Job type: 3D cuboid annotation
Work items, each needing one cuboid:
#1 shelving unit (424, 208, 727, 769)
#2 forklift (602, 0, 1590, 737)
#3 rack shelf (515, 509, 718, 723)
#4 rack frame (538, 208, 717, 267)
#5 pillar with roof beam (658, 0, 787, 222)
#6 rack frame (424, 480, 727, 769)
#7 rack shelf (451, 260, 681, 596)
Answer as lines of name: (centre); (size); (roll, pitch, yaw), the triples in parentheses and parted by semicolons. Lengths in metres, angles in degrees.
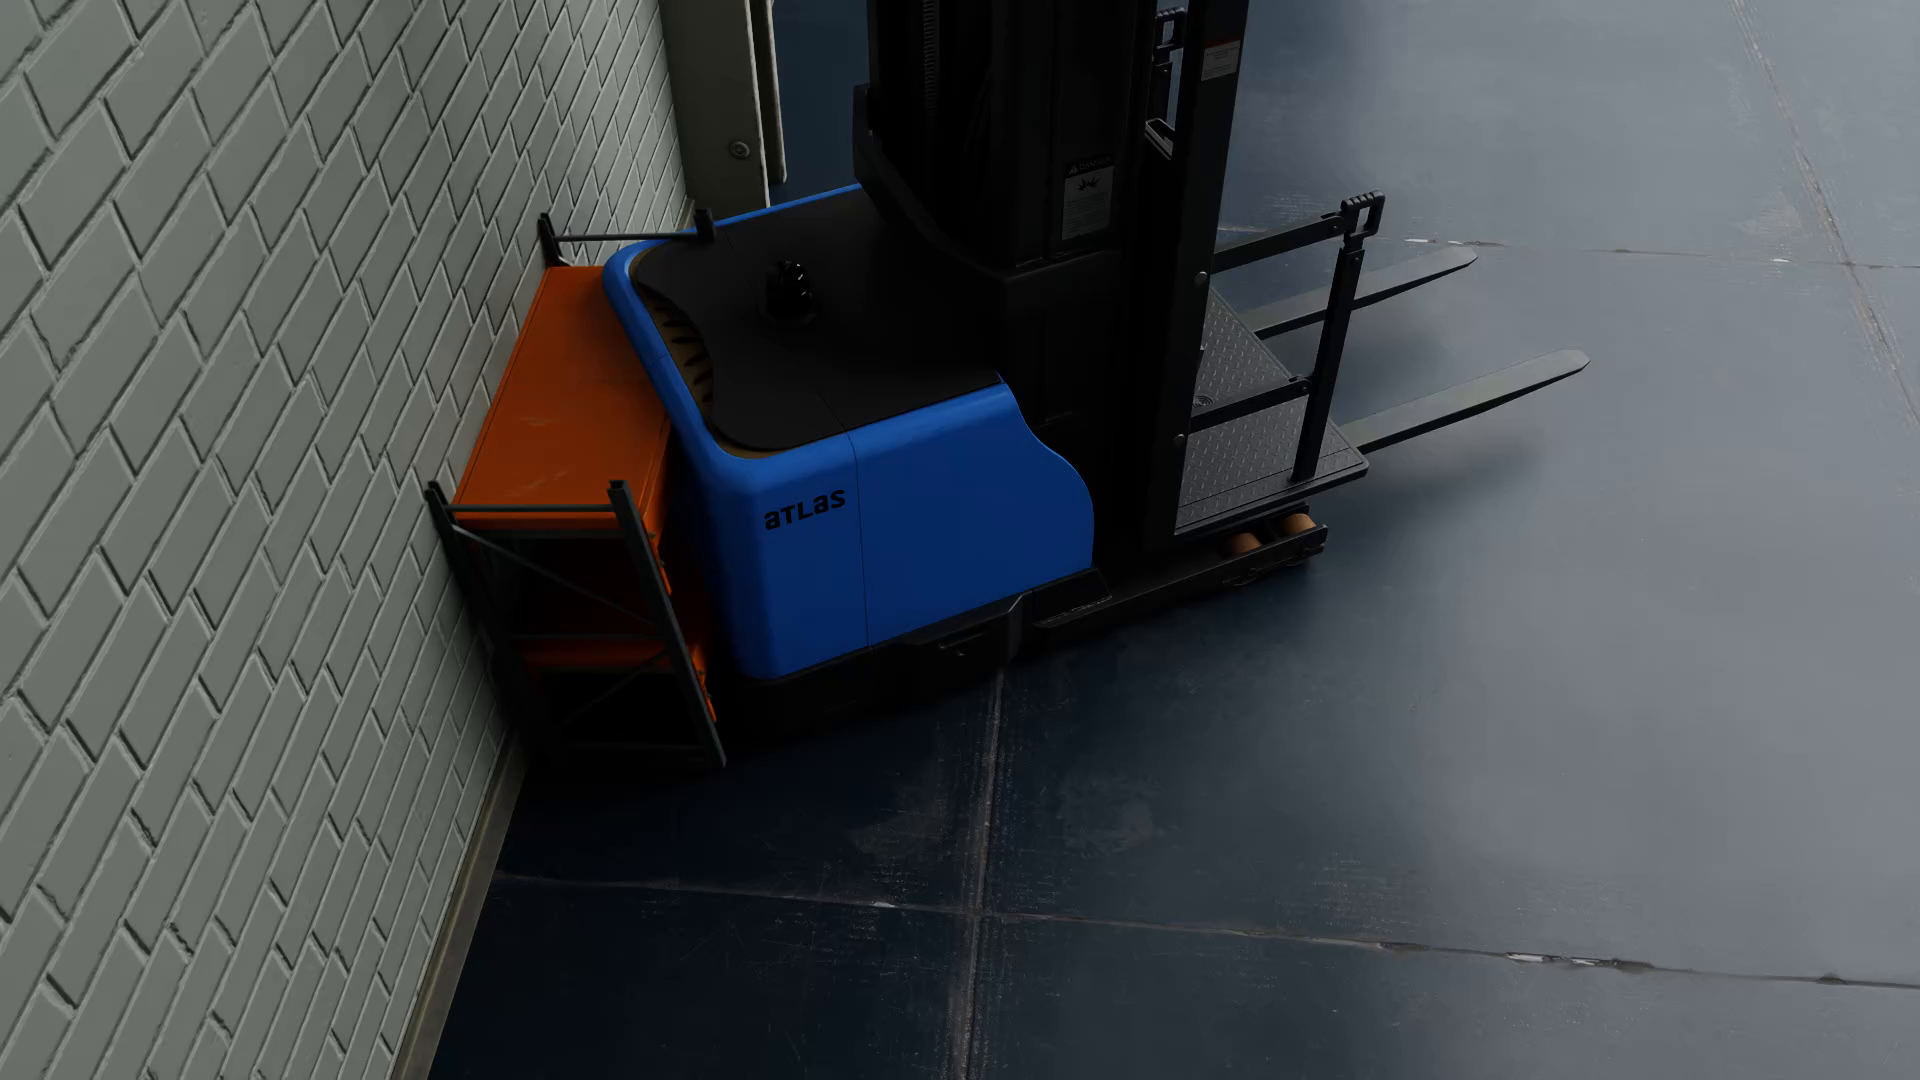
shelving unit: (-0.911, -0.130, 4.586); (0.538, 1.125, 1.048); (0, 48, 8)
forklift: (0.571, -1.185, 4.347); (3.031, 2.935, 1.130); (-19, 50, -17)
rack shelf: (-0.887, 0.033, 4.767); (0.538, 0.278, 1.000); (0, 48, 8)
rack frame: (-0.866, -0.509, 4.922); (0.500, 1.125, 0.032); (0, 48, 8)
pillar with roof beam: (3.431, -4.056, 2.861); (9.100, 9.000, 0.400); (4, 48, 4)
rack frame: (-0.956, 0.249, 4.250); (0.500, 1.125, 0.032); (0, 48, 8)
rack shelf: (-0.940, -0.325, 4.370); (0.538, 0.278, 1.000); (0, 48, 8)
